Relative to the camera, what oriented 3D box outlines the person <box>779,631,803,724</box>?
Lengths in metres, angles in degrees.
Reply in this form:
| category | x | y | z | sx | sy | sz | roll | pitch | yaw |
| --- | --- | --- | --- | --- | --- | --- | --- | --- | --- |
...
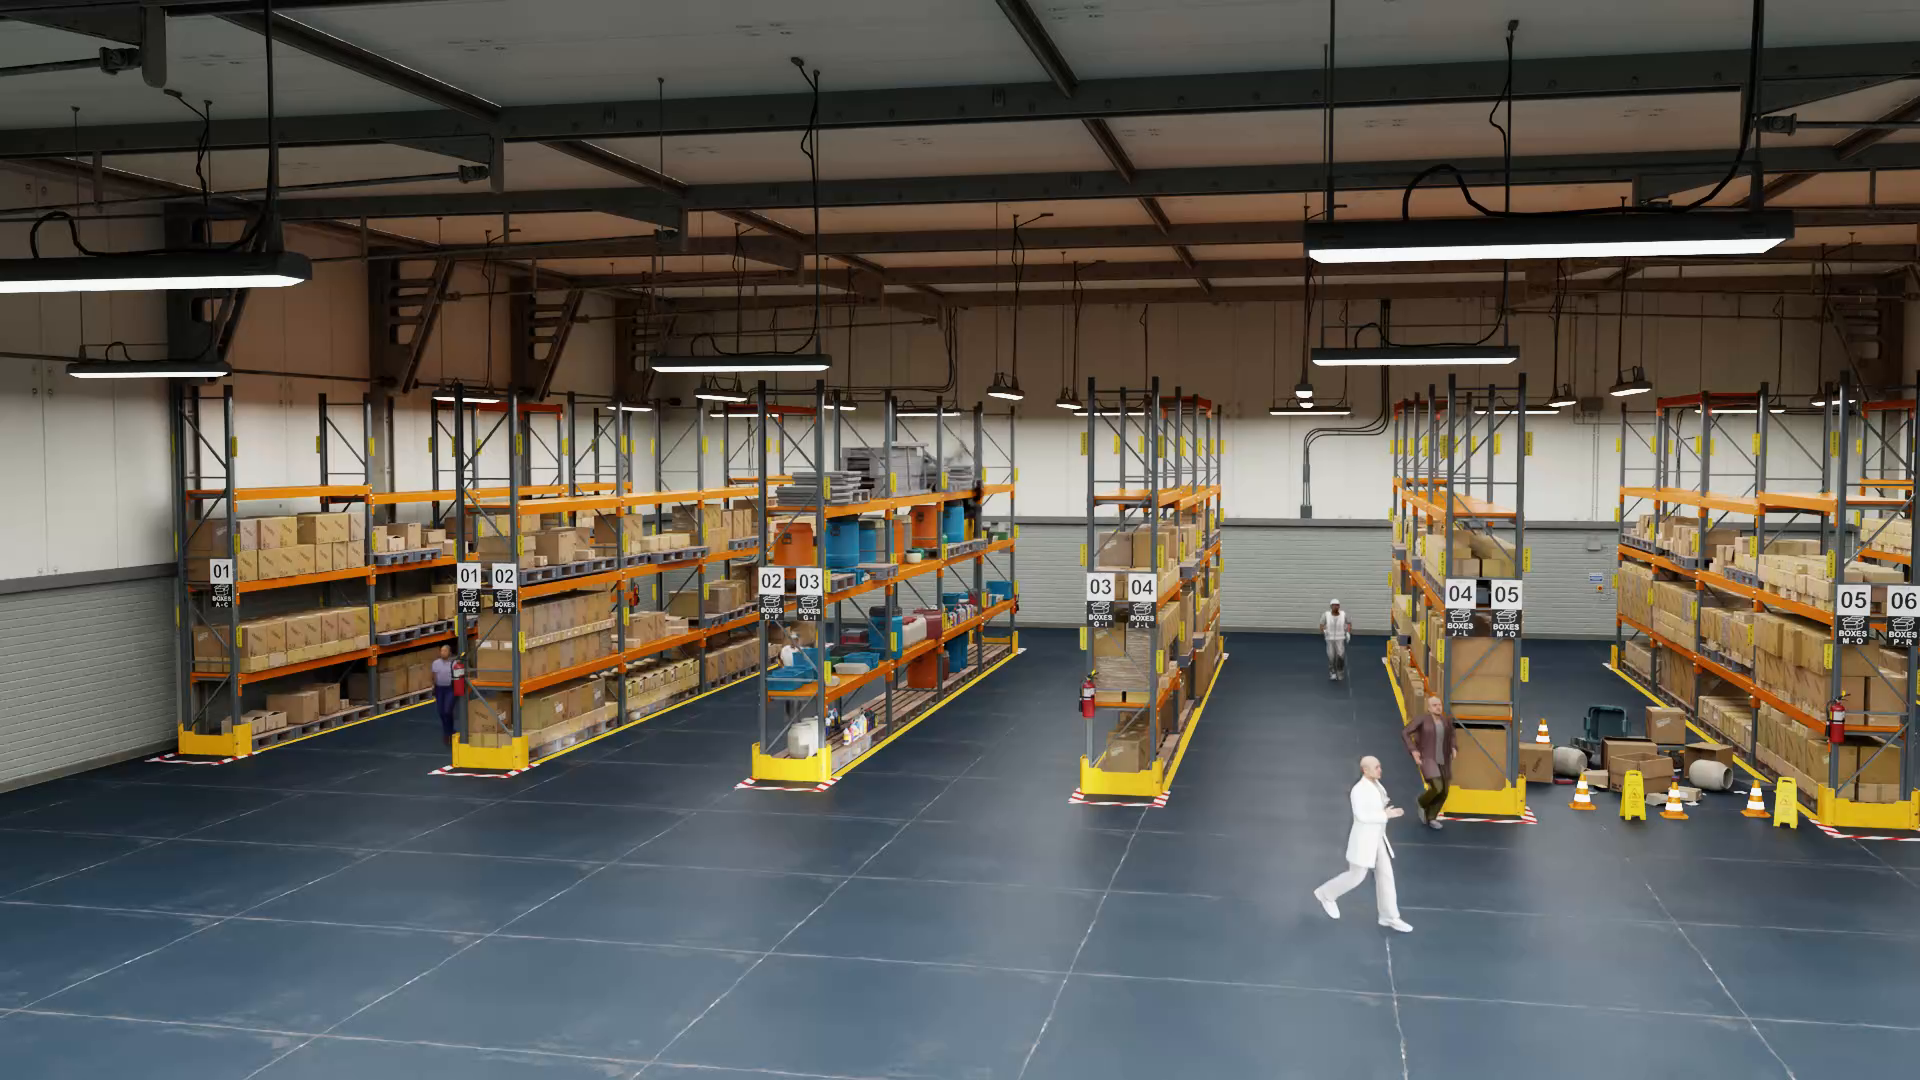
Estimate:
| category | x | y | z | sx | sy | sz | roll | pitch | yaw |
| --- | --- | --- | --- | --- | --- | --- | --- | --- | --- |
| person | -3.033 | 2.478 | 29.984 | 0.545 | 1.686 | 0.664 | 0 | 3 | 5 |

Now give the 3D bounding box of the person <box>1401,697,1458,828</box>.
| category | x | y | z | sx | sy | sz | roll | pitch | yaw |
| --- | --- | --- | --- | --- | --- | --- | --- | --- | --- |
| person | 6.232 | 2.924 | 21.843 | 0.723 | 1.730 | 0.610 | -1 | 3 | -18 |

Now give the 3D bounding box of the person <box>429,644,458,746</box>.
| category | x | y | z | sx | sy | sz | roll | pitch | yaw |
| --- | --- | --- | --- | --- | --- | --- | --- | --- | --- |
| person | -8.672 | 2.612 | 28.079 | 0.585 | 1.700 | 0.708 | 0 | 3 | 8 |

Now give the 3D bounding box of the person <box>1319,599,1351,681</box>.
| category | x | y | z | sx | sy | sz | roll | pitch | yaw |
| --- | --- | --- | --- | --- | --- | --- | --- | --- | --- |
| person | 7.992 | 2.136 | 35.450 | 0.666 | 1.762 | 0.654 | 1 | 3 | 15 |

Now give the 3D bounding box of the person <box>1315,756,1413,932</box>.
| category | x | y | z | sx | sy | sz | roll | pitch | yaw |
| --- | --- | --- | --- | --- | --- | --- | --- | --- | --- |
| person | 4.203 | 3.113 | 17.259 | 1.059 | 1.764 | 0.703 | 3 | 4 | 39 |
